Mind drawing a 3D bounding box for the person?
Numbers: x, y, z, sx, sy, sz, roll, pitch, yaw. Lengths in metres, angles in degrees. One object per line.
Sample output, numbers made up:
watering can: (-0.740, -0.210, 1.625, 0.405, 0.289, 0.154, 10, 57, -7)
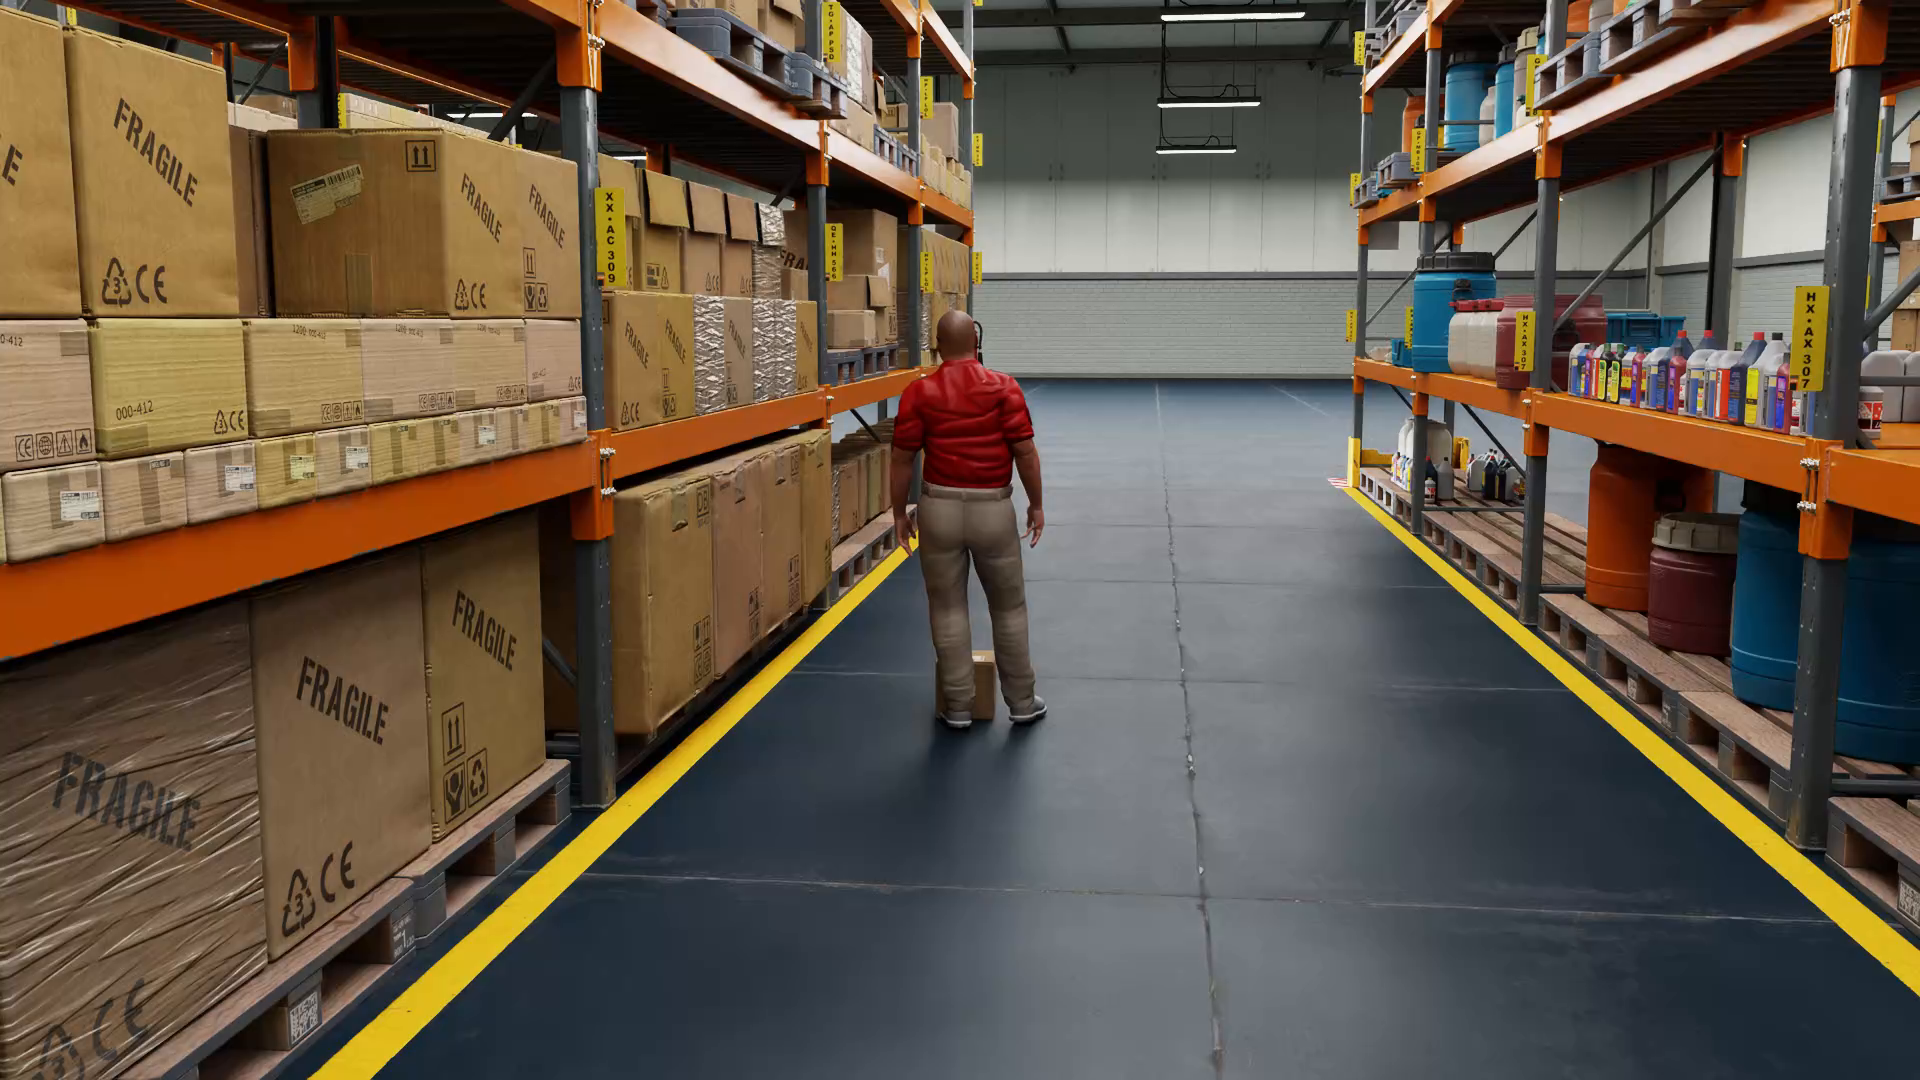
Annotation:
person: (0.043, -0.087, 6.939, 0.641, 1.727, 0.550, 1, 8, 4)
